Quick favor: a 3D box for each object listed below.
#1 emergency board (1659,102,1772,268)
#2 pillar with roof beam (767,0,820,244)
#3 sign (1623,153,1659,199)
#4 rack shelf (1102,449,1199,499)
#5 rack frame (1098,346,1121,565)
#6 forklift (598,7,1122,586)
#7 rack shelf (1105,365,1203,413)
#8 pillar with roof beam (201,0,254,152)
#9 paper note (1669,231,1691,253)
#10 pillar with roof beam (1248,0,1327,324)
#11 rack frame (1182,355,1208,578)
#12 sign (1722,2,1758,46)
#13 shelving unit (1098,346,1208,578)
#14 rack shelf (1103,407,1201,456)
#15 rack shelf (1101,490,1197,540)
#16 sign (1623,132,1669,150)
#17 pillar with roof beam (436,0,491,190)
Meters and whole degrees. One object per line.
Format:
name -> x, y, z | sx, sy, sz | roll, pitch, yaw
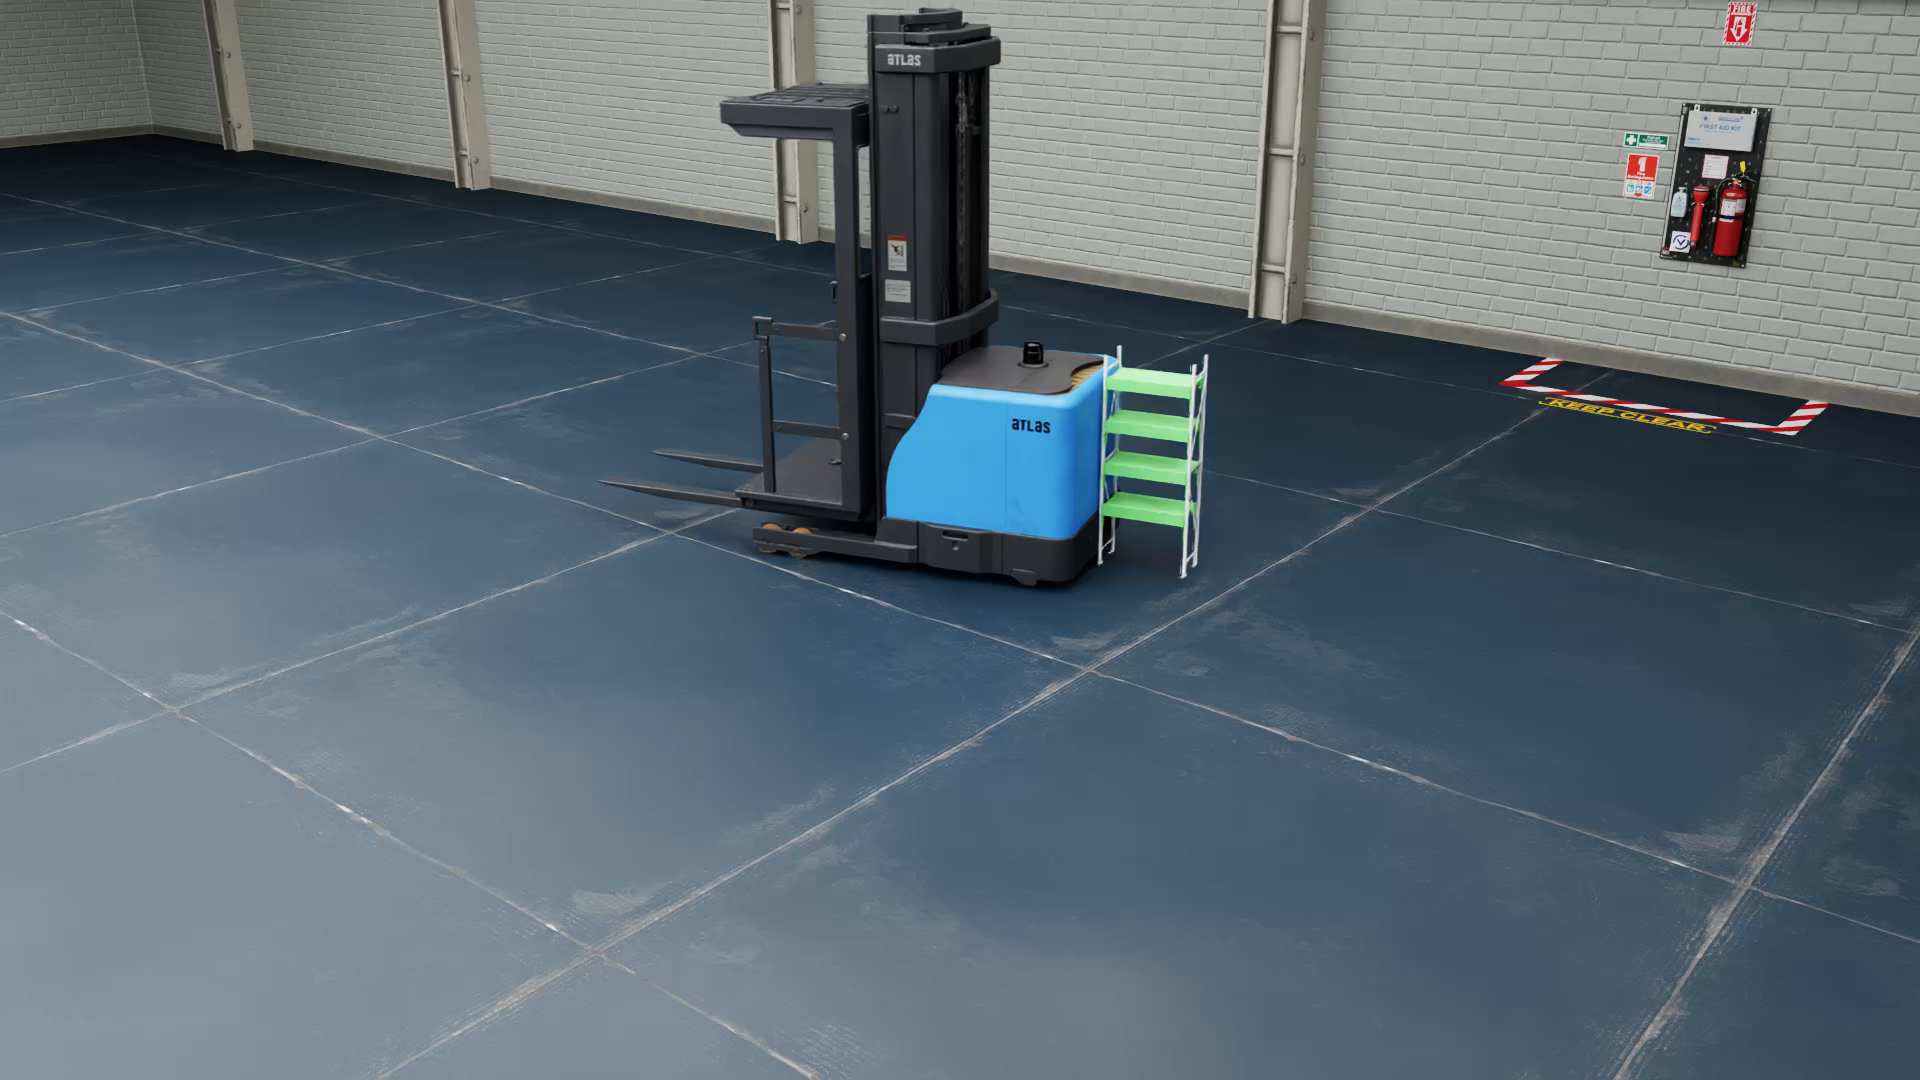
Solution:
emergency board -> 5.601, -2.633, 12.398 | 0.643, 1.169, 0.194 | 16, 26, 36
pillar with roof beam -> -4.527, -6.378, 13.829 | 0.400, 9.000, 9.100 | 16, 26, 36
sign -> 5.238, -2.801, 12.794 | 0.234, 0.329, 0.001 | 16, 26, 36
rack shelf -> 1.049, -0.366, 9.118 | 0.480, 0.148, 0.258 | 9, 22, 23
rack frame -> 0.826, -0.461, 9.189 | 0.015, 1.200, 0.240 | 9, 22, 23
forklift -> -0.642, -1.435, 9.319 | 3.031, 2.935, 1.130 | 8, 22, 20
rack shelf -> 1.049, -0.815, 8.949 | 0.480, 0.148, 0.258 | 9, 22, 23
pillar with roof beam -> -13.824, -9.055, 20.928 | 0.400, 9.000, 9.100 | 16, 26, 36
paper note -> 5.508, -2.279, 12.708 | 0.142, 0.148, 0.016 | 16, 26, 36
pillar with roof beam -> 0.121, -5.040, 10.279 | 0.400, 9.000, 9.100 | 16, 26, 36
rack frame -> 1.271, -0.390, 9.002 | 0.015, 1.200, 0.240 | 9, 22, 23
sign -> 5.658, -3.746, 12.066 | 0.199, 0.298, 0.001 | 16, 26, 36
shelving unit -> 1.049, -0.425, 9.096 | 0.503, 1.200, 0.258 | 9, 22, 23
rack shelf -> 1.049, -0.590, 9.034 | 0.480, 0.148, 0.258 | 9, 22, 23
rack shelf -> 1.049, -0.141, 9.203 | 0.480, 0.148, 0.258 | 9, 22, 23
sign -> 5.236, -3.045, 12.691 | 0.331, 0.109, 0.001 | 16, 26, 36
pillar with roof beam -> -9.175, -7.717, 17.378 | 0.400, 9.000, 9.100 | 16, 26, 36
